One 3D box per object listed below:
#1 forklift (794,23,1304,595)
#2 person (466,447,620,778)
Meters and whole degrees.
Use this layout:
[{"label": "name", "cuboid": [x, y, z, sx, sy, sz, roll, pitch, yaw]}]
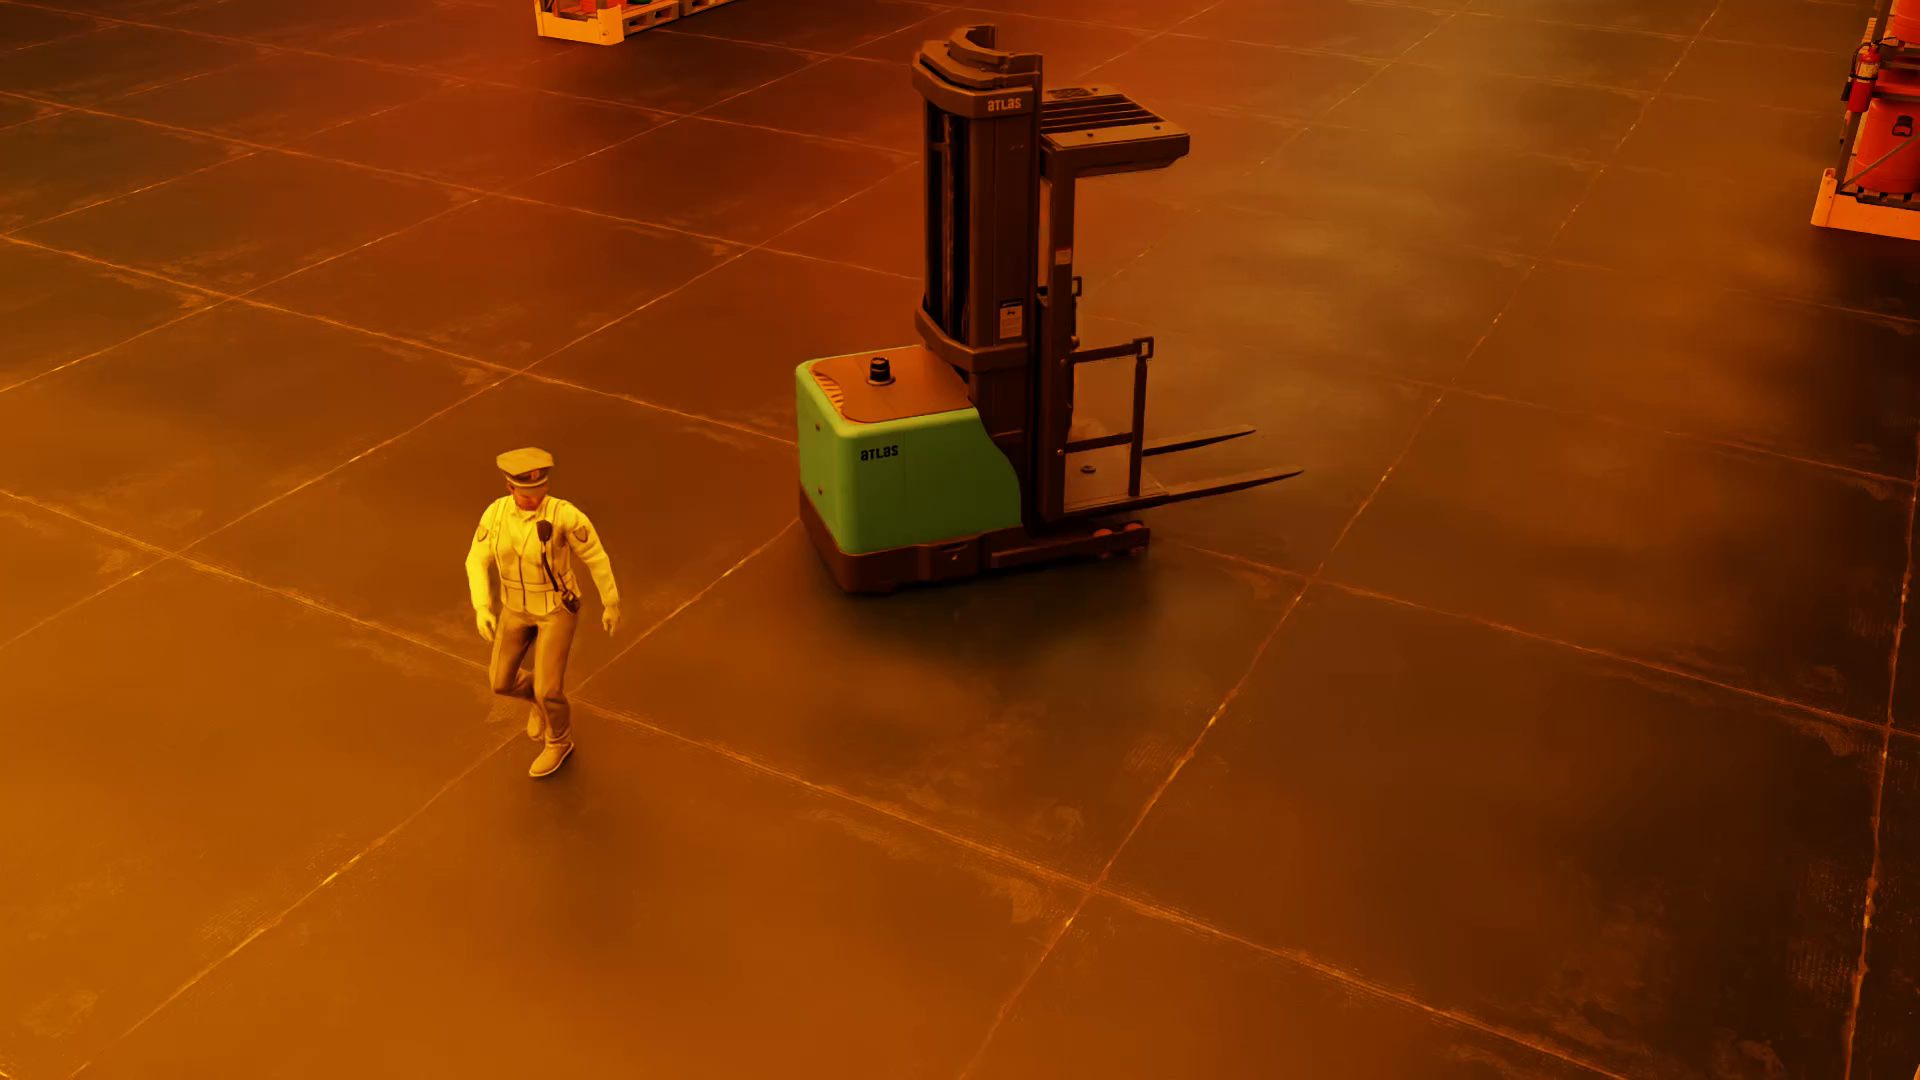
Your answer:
[{"label": "forklift", "cuboid": [0.599, -1.404, 9.503, 3.031, 2.935, 1.130, -10, 32, -17]}, {"label": "person", "cuboid": [-1.954, 0.351, 7.779, 0.680, 1.628, 0.487, 10, 31, 16]}]
